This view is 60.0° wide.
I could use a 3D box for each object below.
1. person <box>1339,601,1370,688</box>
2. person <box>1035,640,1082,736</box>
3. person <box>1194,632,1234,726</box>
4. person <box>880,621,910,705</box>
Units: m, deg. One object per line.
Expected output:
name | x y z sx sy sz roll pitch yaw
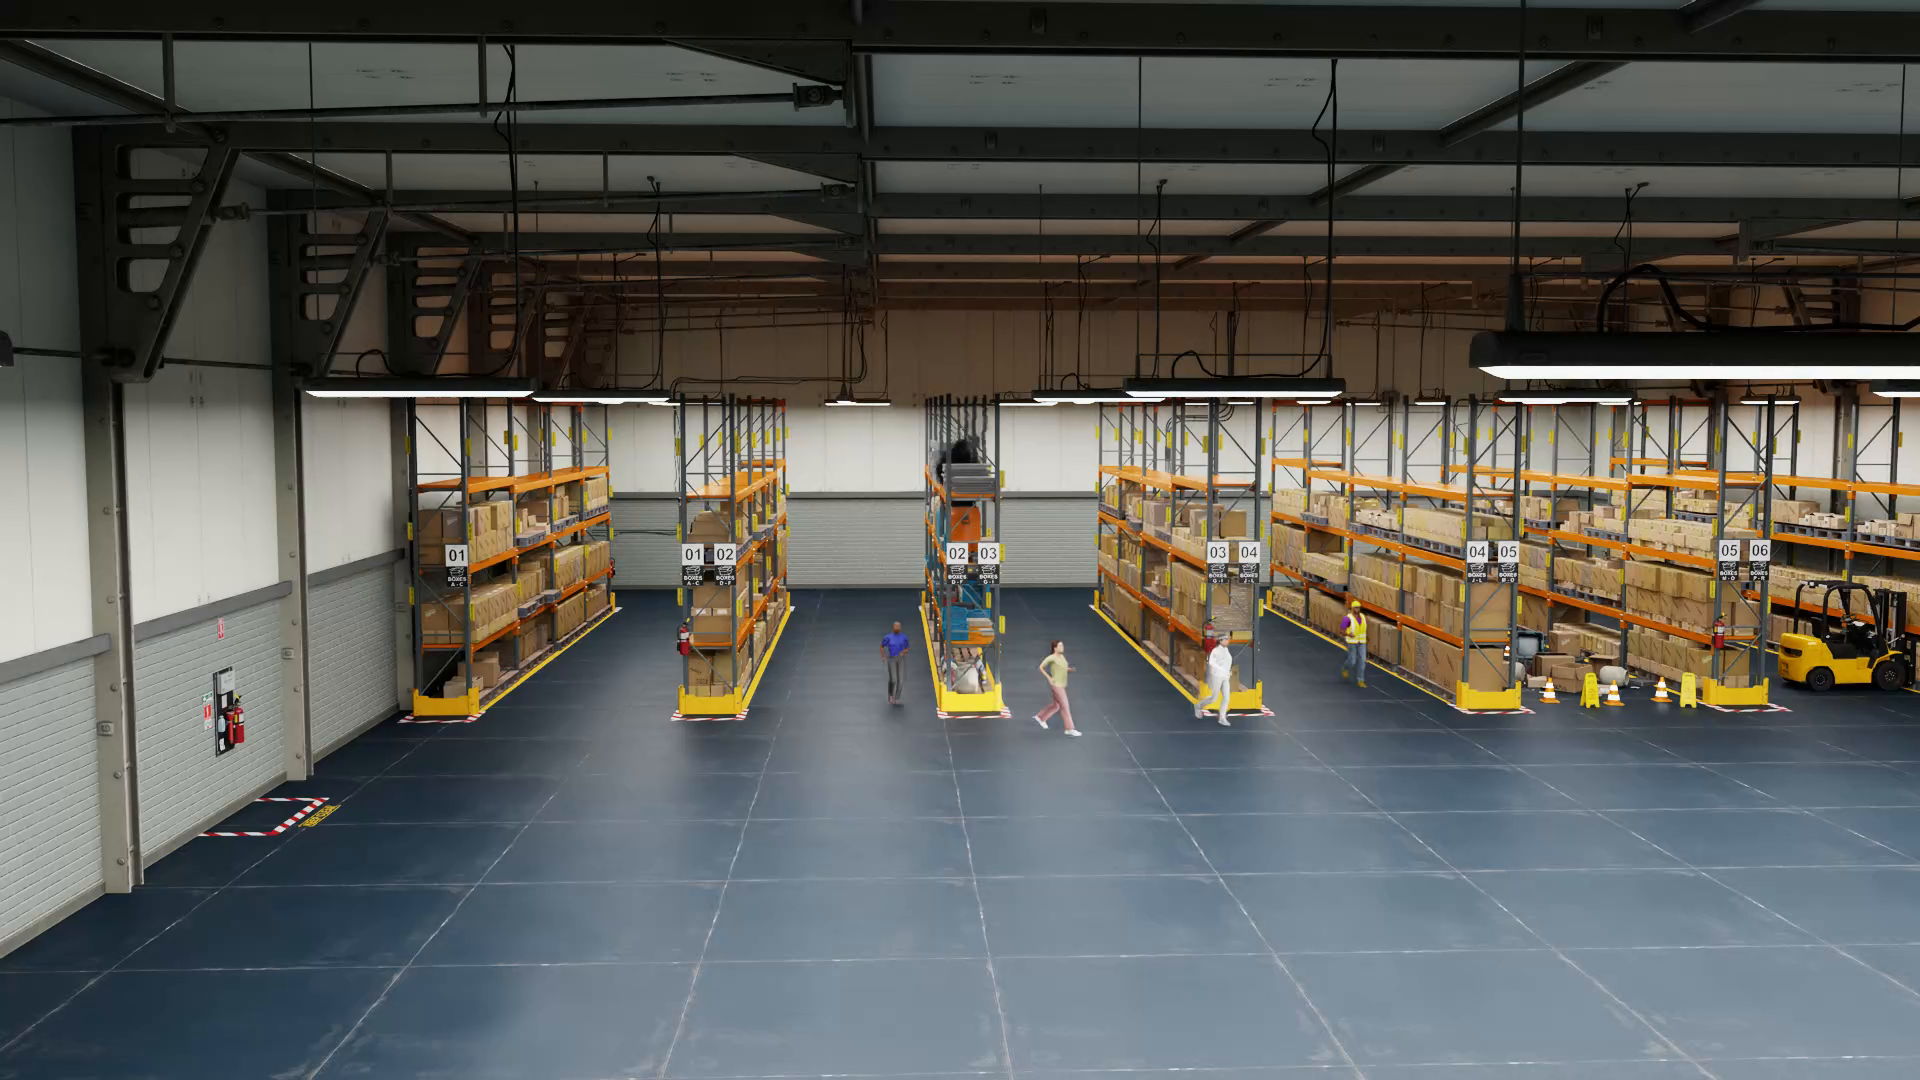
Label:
person | 8.173 2.128 34.333 0.699 1.752 0.923 -1 5 -14
person | 1.714 2.573 29.139 0.969 1.633 0.575 3 5 31
person | 4.703 2.503 30.336 0.816 1.670 0.646 4 6 42
person | -1.229 2.379 32.048 0.553 1.603 0.578 -1 5 -13
